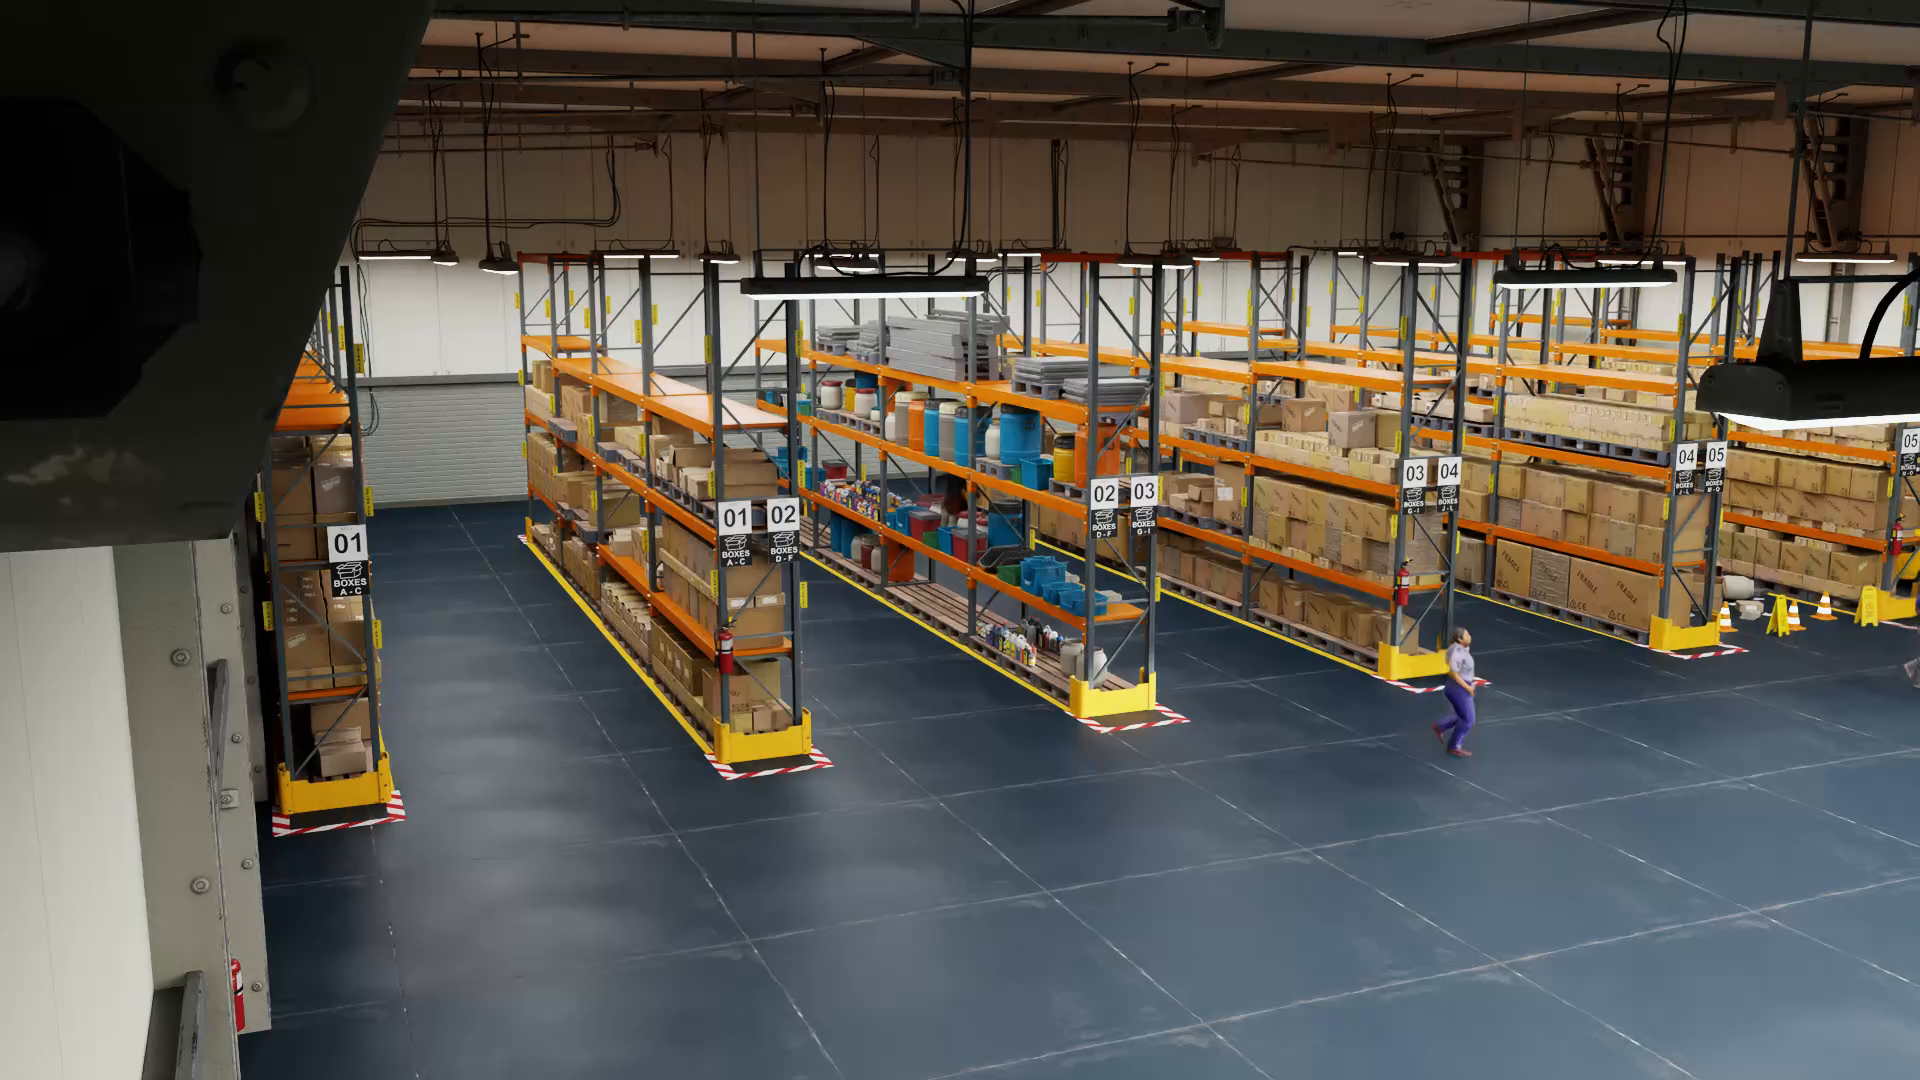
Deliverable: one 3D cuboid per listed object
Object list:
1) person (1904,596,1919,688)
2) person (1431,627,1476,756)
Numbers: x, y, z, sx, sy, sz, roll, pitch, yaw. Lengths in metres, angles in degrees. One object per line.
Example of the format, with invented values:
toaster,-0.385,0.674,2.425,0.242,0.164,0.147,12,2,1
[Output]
person,13.691,1.307,23.416,0.550,1.607,0.571,4,11,22
person,6.126,1.861,20.496,0.501,1.607,0.603,2,11,11
